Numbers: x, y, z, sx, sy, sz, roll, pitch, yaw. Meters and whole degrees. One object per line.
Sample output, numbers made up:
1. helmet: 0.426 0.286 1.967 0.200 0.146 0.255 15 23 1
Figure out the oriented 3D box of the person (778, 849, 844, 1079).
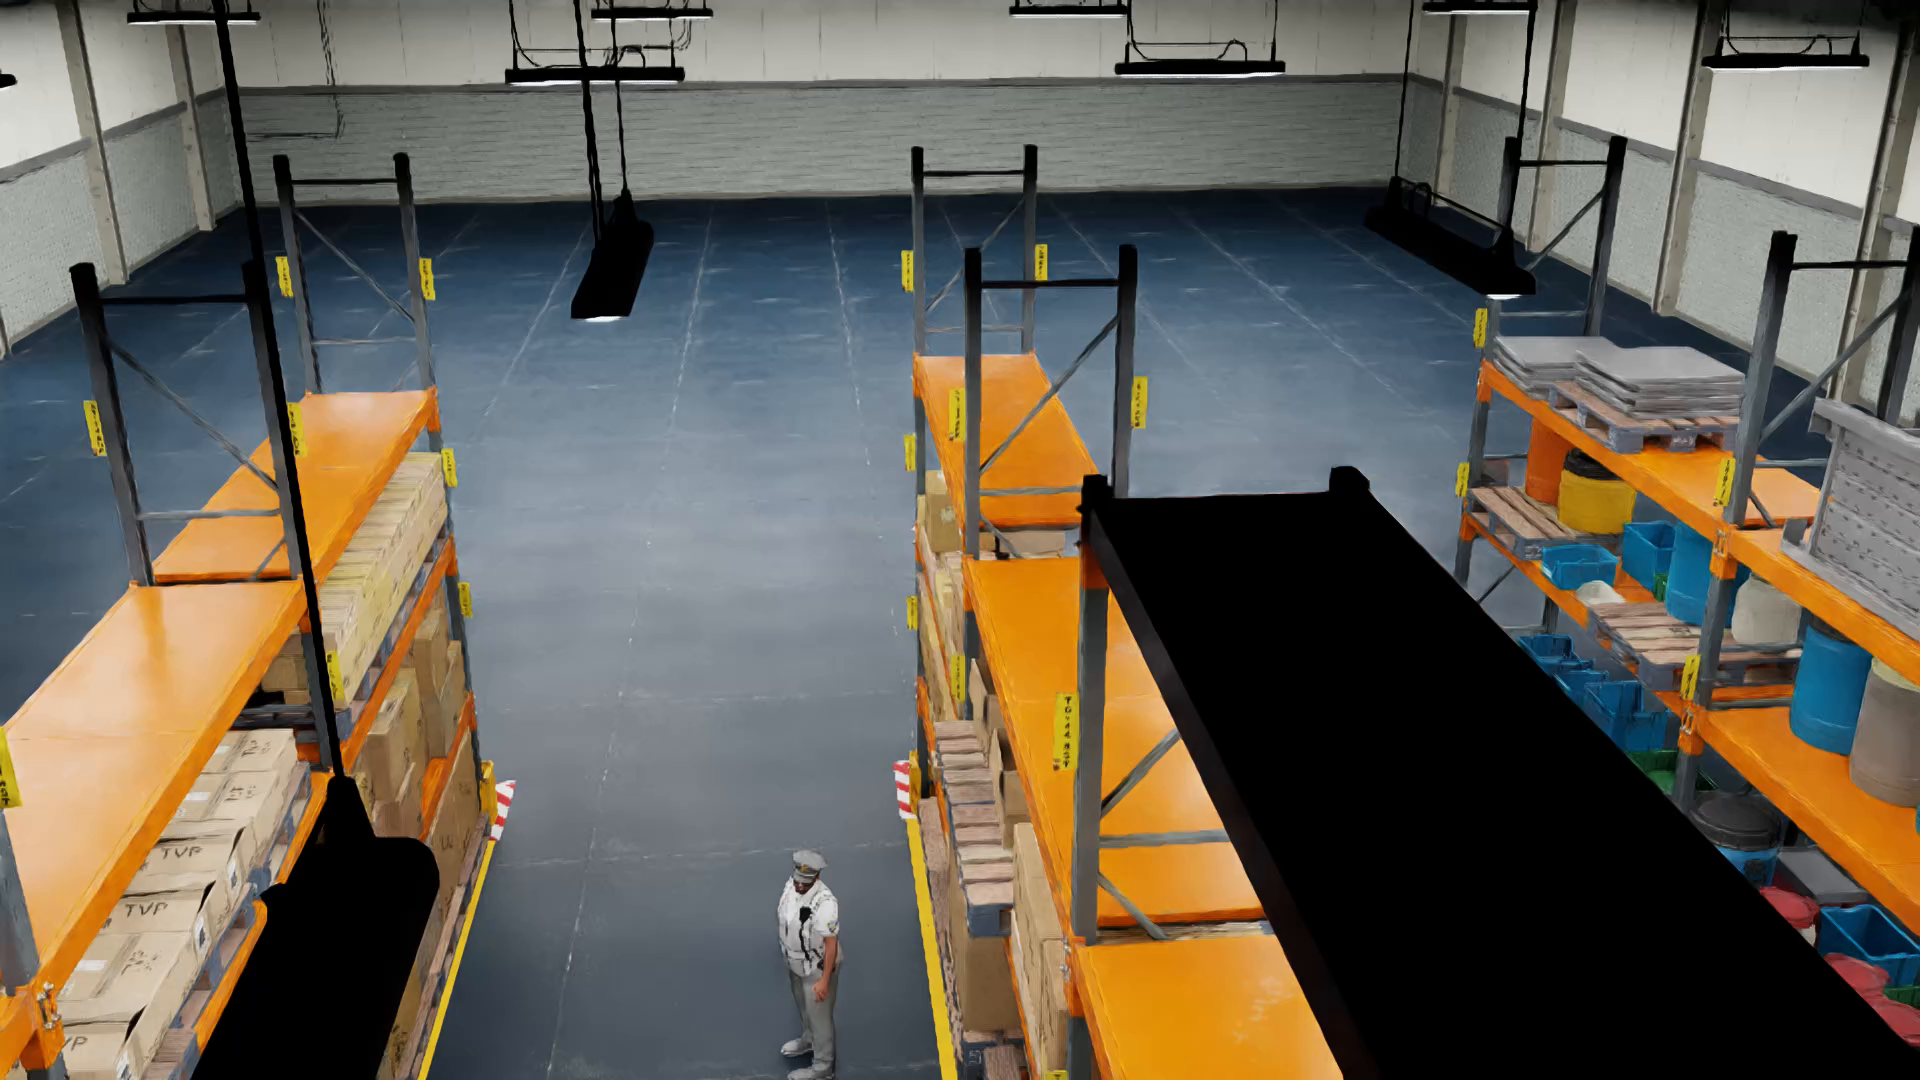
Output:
1. person: -1.081 2.981 11.698 0.475 1.762 0.595 -15 26 -34
